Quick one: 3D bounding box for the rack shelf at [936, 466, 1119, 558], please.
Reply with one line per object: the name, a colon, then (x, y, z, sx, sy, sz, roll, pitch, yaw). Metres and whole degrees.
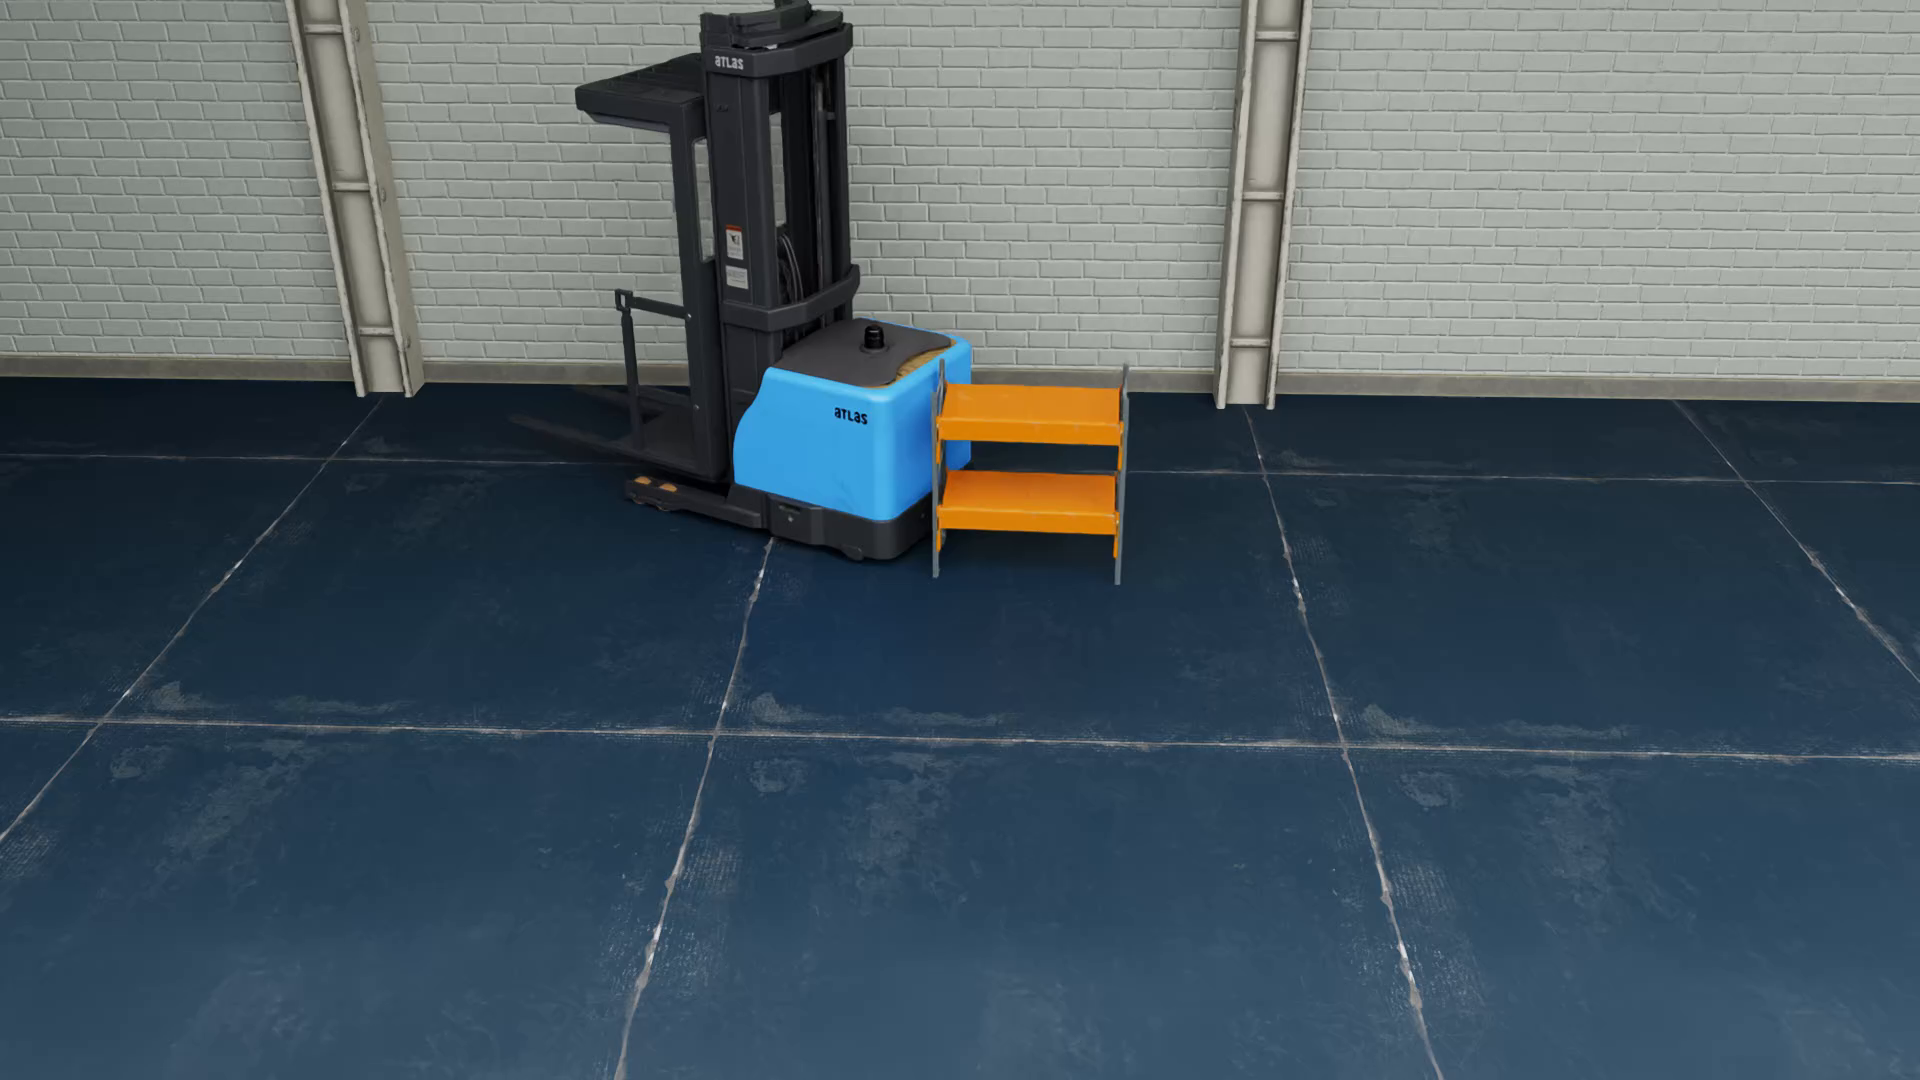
rack shelf: (0.390, -0.163, 9.379, 1.000, 0.278, 0.538, 2, 28, 4)

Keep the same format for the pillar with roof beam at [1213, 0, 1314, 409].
pillar with roof beam: (1.820, -2.937, 5.682, 0.400, 9.000, 9.100, 1, 28, 2)

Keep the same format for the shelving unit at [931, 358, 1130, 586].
shelving unit: (0.390, -0.379, 9.265, 1.048, 1.125, 0.538, 2, 28, 4)

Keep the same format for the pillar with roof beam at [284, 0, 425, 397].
pillar with roof beam: (-4.176, -3.036, 5.869, 0.400, 9.000, 9.100, 1, 28, 2)

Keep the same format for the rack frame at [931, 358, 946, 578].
rack frame: (-0.117, -0.399, 9.301, 0.032, 1.125, 0.500, 2, 28, 4)

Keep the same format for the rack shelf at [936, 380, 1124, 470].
rack shelf: (0.390, -0.638, 9.128, 1.000, 0.278, 0.538, 2, 28, 4)

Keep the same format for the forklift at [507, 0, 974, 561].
forklift: (-1.455, -1.665, 9.762, 3.031, 2.935, 1.130, 15, 31, 26)

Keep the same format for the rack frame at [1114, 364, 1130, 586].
rack frame: (0.897, -0.360, 9.228, 0.032, 1.125, 0.500, 2, 28, 4)
